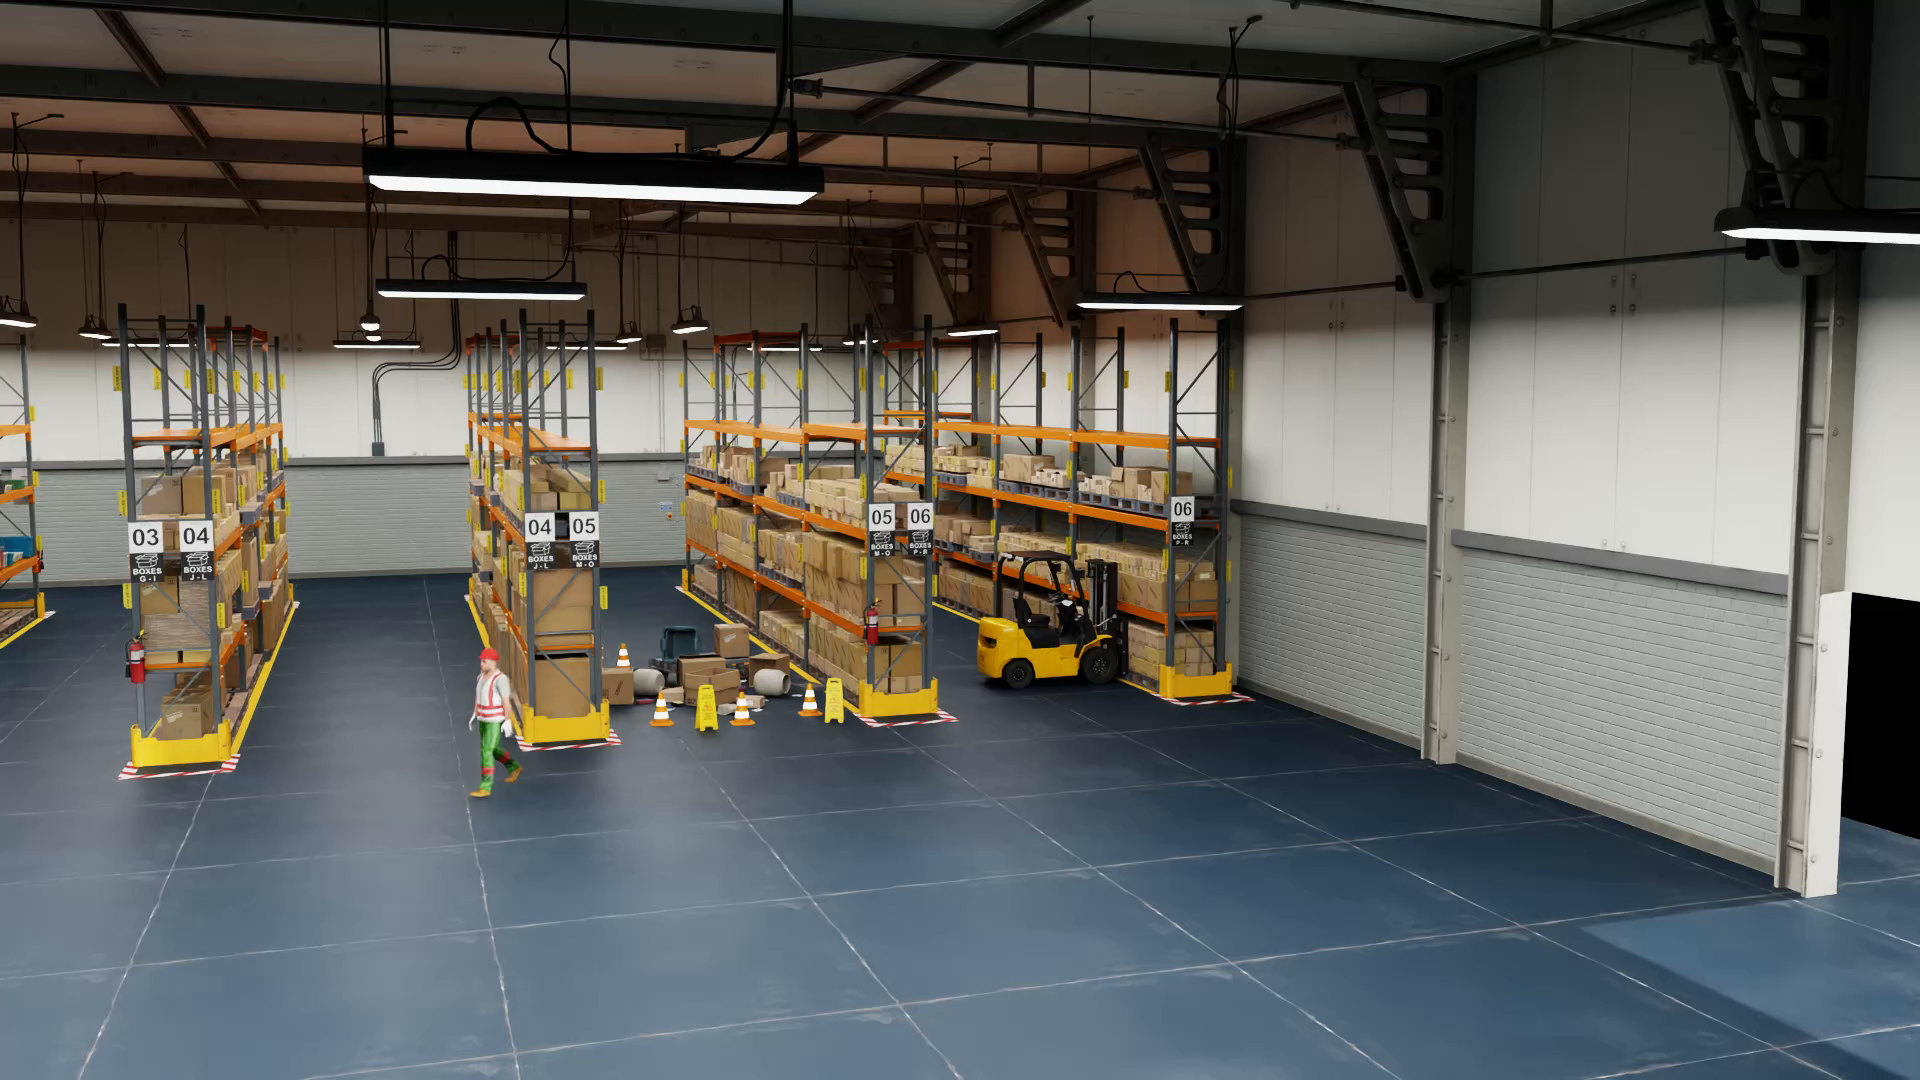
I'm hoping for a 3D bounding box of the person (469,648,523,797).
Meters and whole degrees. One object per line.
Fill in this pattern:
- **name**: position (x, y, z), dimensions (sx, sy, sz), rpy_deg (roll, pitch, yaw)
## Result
- **person**: position (-5.685, 2.196, 20.308), dimensions (0.548, 1.774, 0.901), rpy_deg (5, 7, 43)
